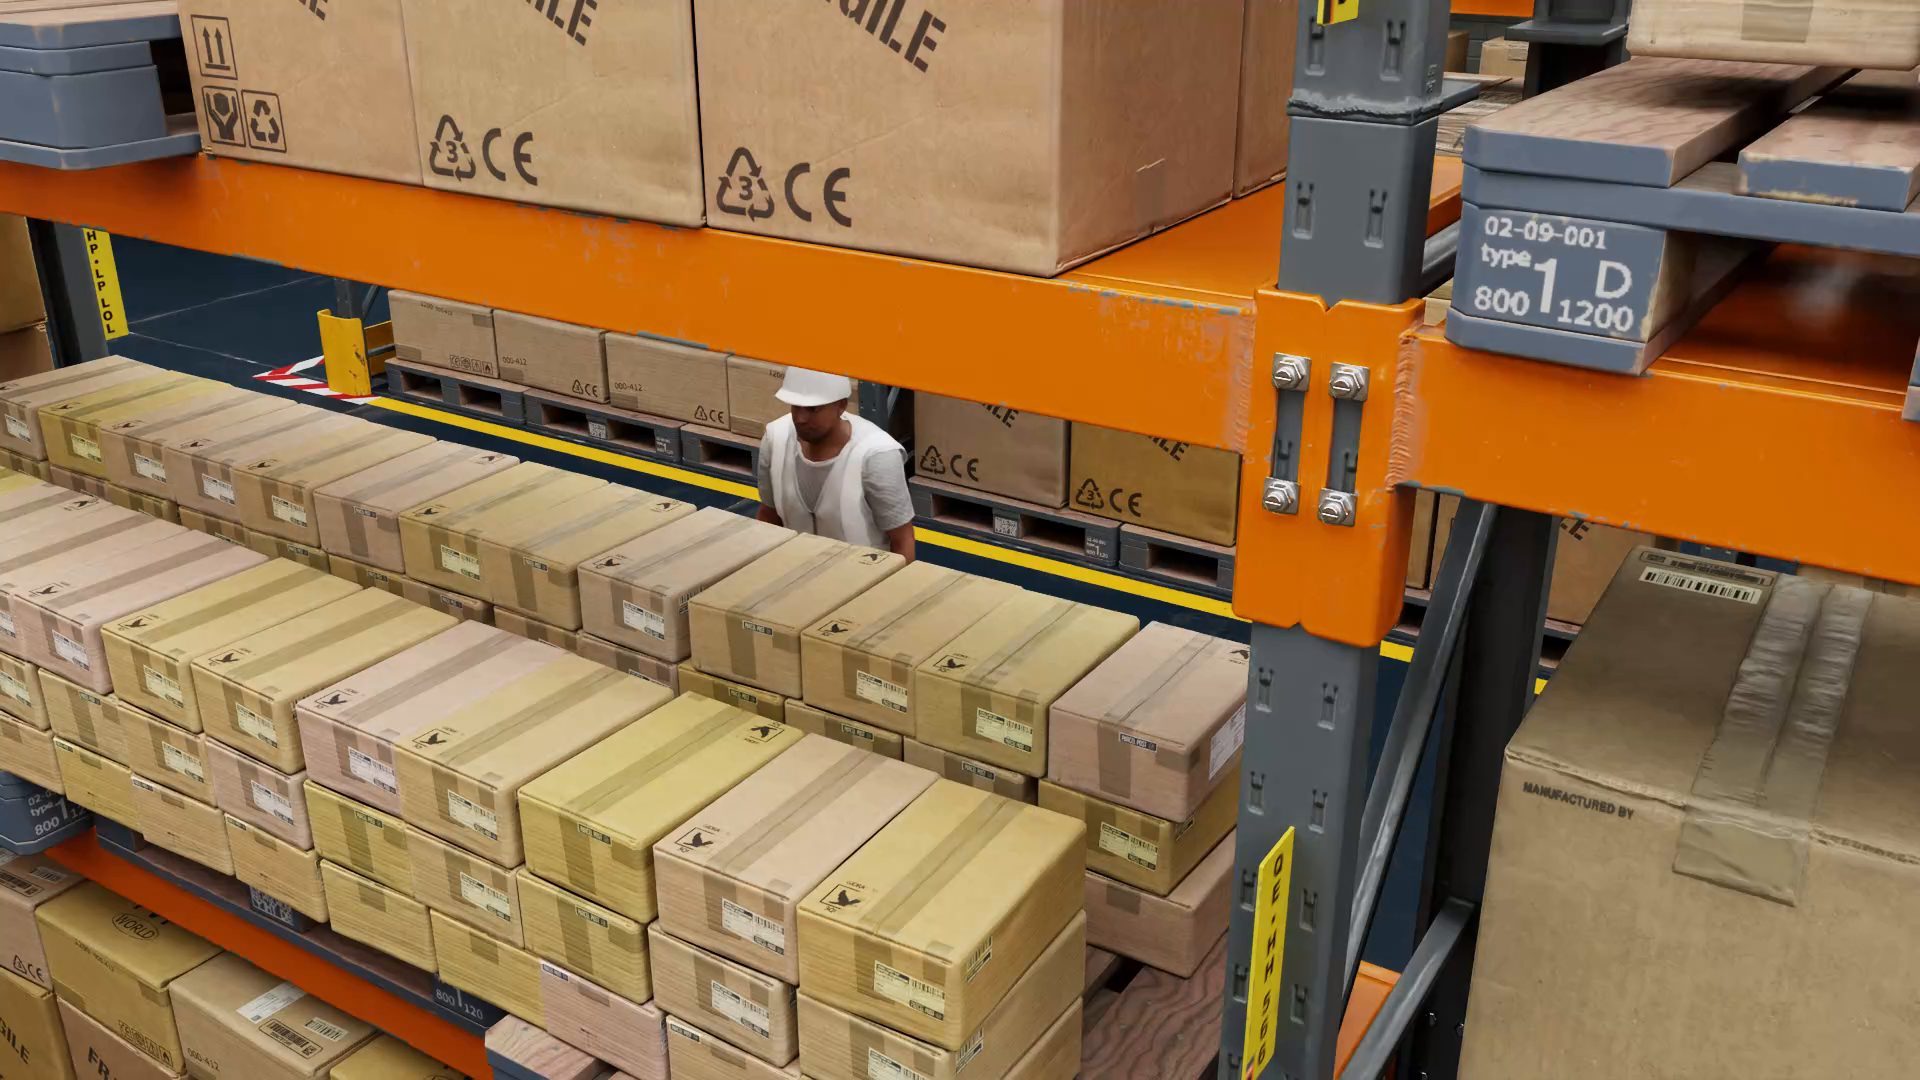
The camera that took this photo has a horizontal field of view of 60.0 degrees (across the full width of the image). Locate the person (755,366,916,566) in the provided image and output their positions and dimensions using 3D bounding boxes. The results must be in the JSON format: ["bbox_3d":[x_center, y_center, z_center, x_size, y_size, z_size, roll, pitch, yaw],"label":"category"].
[{"bbox_3d":[-0.443,0.192,5.628,0.621,1.773,0.452,12,26,26],"label":"person"}]
